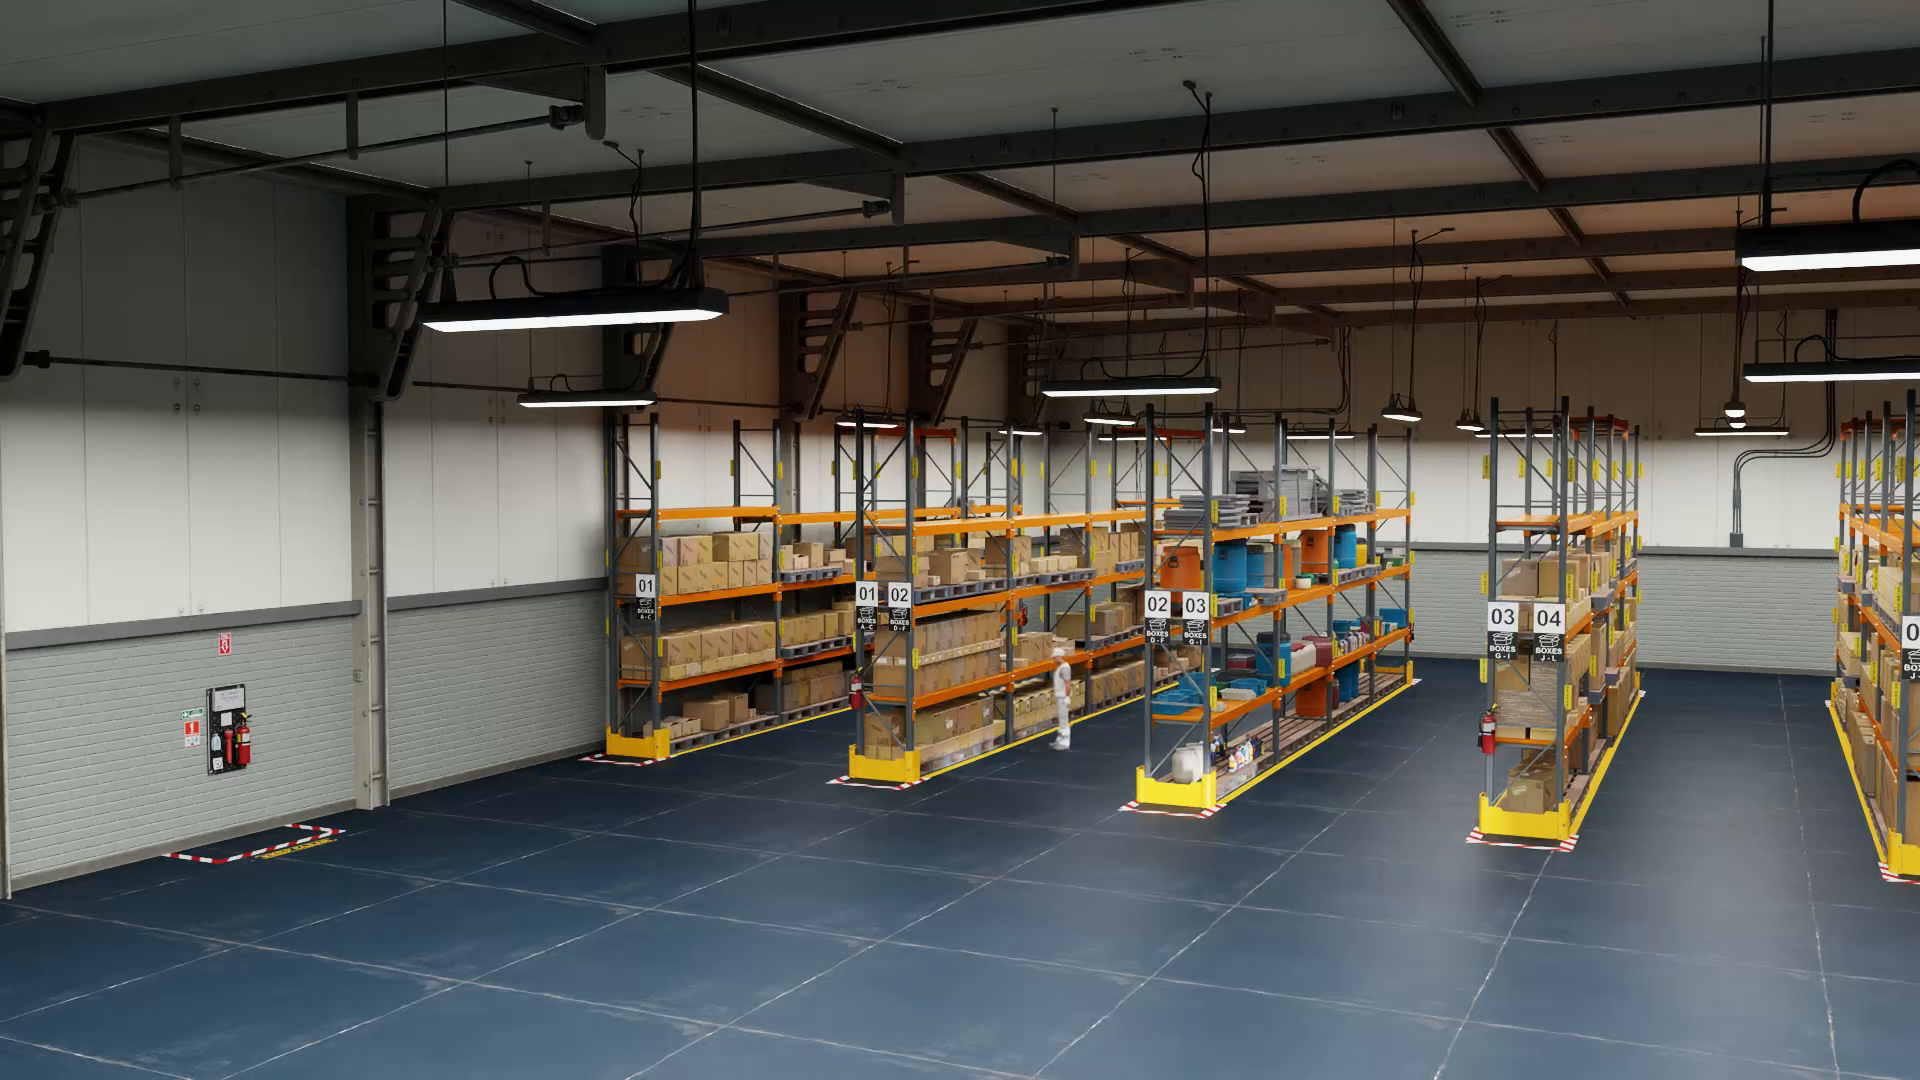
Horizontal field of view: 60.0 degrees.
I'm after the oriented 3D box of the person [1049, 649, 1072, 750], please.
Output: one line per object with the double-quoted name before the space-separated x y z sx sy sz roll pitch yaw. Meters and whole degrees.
"person" 1.807 2.843 29.901 0.397 1.781 0.620 0 2 -5
